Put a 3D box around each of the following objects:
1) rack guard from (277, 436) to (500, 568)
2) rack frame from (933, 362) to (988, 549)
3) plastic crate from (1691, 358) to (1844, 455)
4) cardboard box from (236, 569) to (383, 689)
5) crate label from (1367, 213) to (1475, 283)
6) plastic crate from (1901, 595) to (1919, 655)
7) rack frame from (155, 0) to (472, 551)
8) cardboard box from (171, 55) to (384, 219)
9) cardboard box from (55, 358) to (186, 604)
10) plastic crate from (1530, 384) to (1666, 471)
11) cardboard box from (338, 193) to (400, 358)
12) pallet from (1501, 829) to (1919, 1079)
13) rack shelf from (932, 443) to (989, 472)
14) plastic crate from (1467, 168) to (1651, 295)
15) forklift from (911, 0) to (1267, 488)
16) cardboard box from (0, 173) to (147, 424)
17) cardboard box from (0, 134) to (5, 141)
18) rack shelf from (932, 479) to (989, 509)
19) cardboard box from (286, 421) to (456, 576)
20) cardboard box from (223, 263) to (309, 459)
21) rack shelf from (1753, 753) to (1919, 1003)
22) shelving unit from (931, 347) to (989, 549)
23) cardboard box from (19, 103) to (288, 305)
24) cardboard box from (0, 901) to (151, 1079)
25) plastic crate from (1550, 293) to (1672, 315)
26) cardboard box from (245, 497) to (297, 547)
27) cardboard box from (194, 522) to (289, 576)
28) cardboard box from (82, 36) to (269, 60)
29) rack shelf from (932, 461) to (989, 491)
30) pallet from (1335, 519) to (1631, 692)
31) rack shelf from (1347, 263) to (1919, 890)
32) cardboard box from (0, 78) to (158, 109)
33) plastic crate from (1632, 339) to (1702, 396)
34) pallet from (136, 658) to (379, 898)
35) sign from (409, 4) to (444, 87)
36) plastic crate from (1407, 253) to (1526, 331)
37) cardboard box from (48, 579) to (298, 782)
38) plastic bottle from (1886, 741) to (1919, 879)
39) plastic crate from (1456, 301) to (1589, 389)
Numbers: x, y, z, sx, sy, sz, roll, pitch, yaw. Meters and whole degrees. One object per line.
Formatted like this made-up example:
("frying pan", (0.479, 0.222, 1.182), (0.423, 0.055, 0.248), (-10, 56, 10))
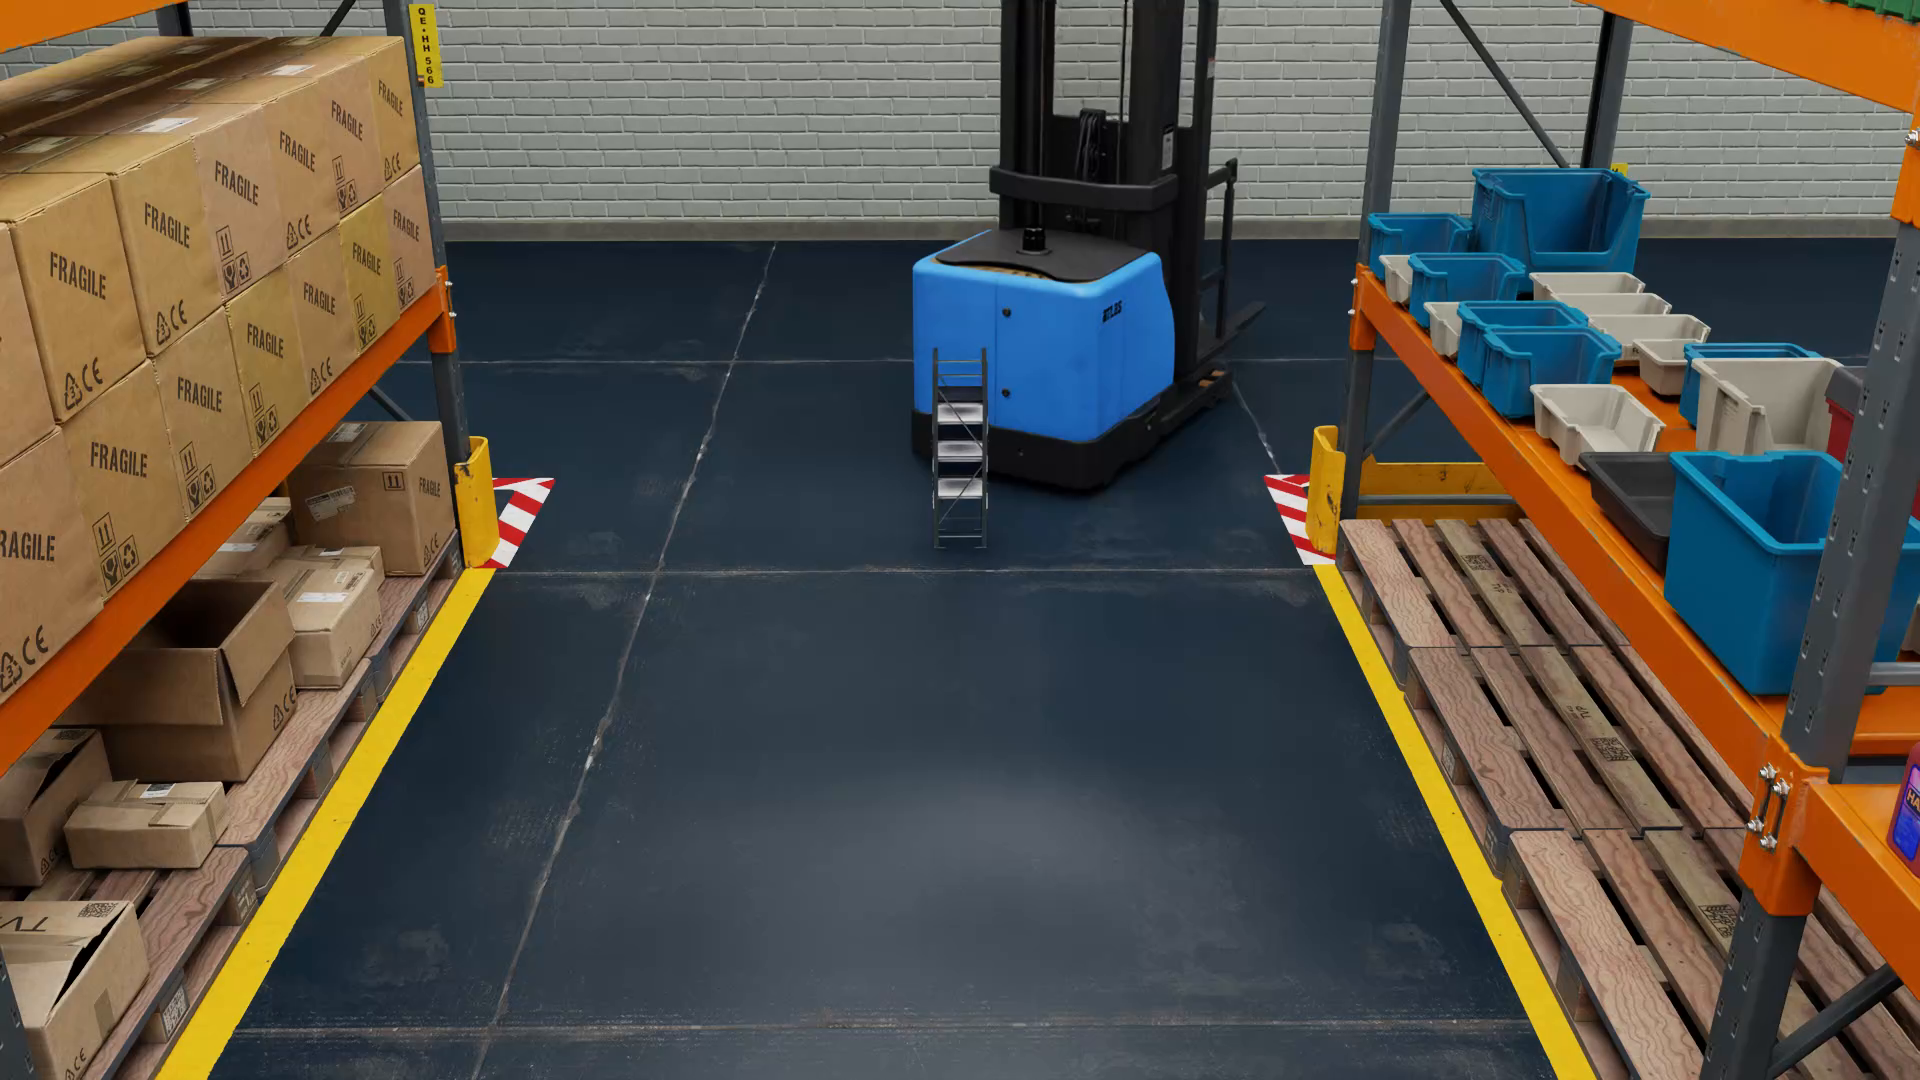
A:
("rack guard", (-2.723, -0.171, 7.522), (1.175, 0.500, 0.348), (0, 24, -1))
("rack frame", (0.001, -0.371, 7.479), (0.240, 0.900, 0.006), (0, 24, -1))
("plastic crate", (2.441, -0.317, 4.883), (0.437, 0.282, 0.530), (0, 24, -1))
("cardboard box", (-2.491, 0.325, 6.193), (0.500, 0.250, 0.500), (0, 24, -1))
("crate label", (1.903, -1.210, 6.916), (0.416, 0.233, 0.303), (0, 24, -1))
("plastic crate", (2.411, 0.186, 3.945), (0.396, 0.136, 0.243), (0, 24, -1))
("rack frame", (-2.724, -1.342, 7.076), (1.000, 3.000, 0.127), (0, 24, -1))
("cardboard box", (-2.438, -1.452, 5.986), (0.500, 0.500, 0.500), (0, 24, 1))
("cardboard box", (-2.422, -0.161, 4.345), (0.500, 0.500, 0.500), (0, 24, 0))
("plastic crate", (1.953, -0.337, 5.103), (0.293, 0.136, 0.466), (0, 24, -1))
("cardboard box", (-2.437, -0.990, 6.178), (0.500, 0.500, 0.500), (0, 24, 0))
("pallet", (2.226, 1.254, 4.722), (1.003, 0.211, 1.213), (0, 24, -1))
("rack shelf", (0.000, -0.383, 7.586), (0.258, 0.077, 0.200), (0, 24, -1))
("plastic crate", (2.420, -1.269, 6.799), (0.616, 0.435, 0.499), (0, 24, -1))
("forklift", (0.911, -2.155, 8.958), (1.130, 2.935, 3.031), (13, 27, 26))
("cardboard box", (-2.410, -0.602, 4.107), (0.500, 0.500, 0.500), (-1, 24, -2))
("cardboard box", (-2.958, -0.820, 4.589), (0.500, 0.500, 0.500), (0, 24, 0))
("rack shelf", (0.000, -0.219, 7.660), (0.258, 0.077, 0.200), (0, 24, -1))
("cardboard box", (-2.471, -0.180, 7.008), (0.500, 0.500, 0.500), (0, 24, -1))
("cardboard box", (-2.432, -0.577, 5.264), (0.500, 0.500, 0.500), (-1, 24, -1))
("rack shelf", (2.295, 1.438, 1.804), (1.077, 0.370, 4.000), (0, 24, -1))
("shelving unit", (0.000, -0.413, 7.572), (0.258, 0.900, 0.210), (0, 24, -1))
("cardboard box", (-2.422, -1.027, 5.046), (0.500, 0.500, 0.500), (0, 24, 1))
("cardboard box", (-2.468, 1.157, 4.280), (0.500, 0.311, 0.500), (0, 24, -1))
("plastic crate", (2.408, -0.815, 6.159), (0.396, 0.136, 0.243), (0, 24, -1))
("cardboard box", (-3.063, -0.069, 7.188), (0.380, 0.149, 0.250), (0, 24, -1))
("cardboard box", (-2.996, 0.142, 6.598), (0.500, 0.250, 0.500), (0, 24, -1))
("cardboard box", (-2.983, -1.659, 6.443), (0.500, 0.500, 0.500), (0, 24, 1))
("rack shelf", (0.000, -0.301, 7.623), (0.258, 0.077, 0.200), (0, 24, -1))
("pallet", (2.200, 0.248, 6.945), (1.003, 0.211, 1.213), (0, 24, -1))
("rack shelf", (2.251, -0.210, 5.448), (1.077, 0.370, 4.000), (0, 24, -1))
("cardboard box", (-2.969, -1.237, 5.510), (0.500, 0.500, 0.500), (0, 24, 0))
("plastic crate", (2.457, -0.578, 5.636), (0.298, 0.136, 0.250), (0, 24, -1))
("pallet", (-2.703, 0.790, 5.746), (1.003, 0.211, 1.213), (0, 24, -1))
("sign", (-2.169, -2.007, 6.760), (0.100, 0.325, 0.005), (0, 24, -1))
("plastic crate", (1.910, -0.939, 6.316), (0.416, 0.233, 0.300), (0, 24, -1))
("cardboard box", (-2.706, 0.470, 5.567), (0.797, 0.503, 0.637), (0, 24, -1))
("plastic bottle", (1.850, 0.492, 3.163), (0.061, 0.283, 0.133), (0, 24, -1))
("plastic crate", (1.917, -0.668, 5.716), (0.416, 0.233, 0.300), (0, 24, -1))
